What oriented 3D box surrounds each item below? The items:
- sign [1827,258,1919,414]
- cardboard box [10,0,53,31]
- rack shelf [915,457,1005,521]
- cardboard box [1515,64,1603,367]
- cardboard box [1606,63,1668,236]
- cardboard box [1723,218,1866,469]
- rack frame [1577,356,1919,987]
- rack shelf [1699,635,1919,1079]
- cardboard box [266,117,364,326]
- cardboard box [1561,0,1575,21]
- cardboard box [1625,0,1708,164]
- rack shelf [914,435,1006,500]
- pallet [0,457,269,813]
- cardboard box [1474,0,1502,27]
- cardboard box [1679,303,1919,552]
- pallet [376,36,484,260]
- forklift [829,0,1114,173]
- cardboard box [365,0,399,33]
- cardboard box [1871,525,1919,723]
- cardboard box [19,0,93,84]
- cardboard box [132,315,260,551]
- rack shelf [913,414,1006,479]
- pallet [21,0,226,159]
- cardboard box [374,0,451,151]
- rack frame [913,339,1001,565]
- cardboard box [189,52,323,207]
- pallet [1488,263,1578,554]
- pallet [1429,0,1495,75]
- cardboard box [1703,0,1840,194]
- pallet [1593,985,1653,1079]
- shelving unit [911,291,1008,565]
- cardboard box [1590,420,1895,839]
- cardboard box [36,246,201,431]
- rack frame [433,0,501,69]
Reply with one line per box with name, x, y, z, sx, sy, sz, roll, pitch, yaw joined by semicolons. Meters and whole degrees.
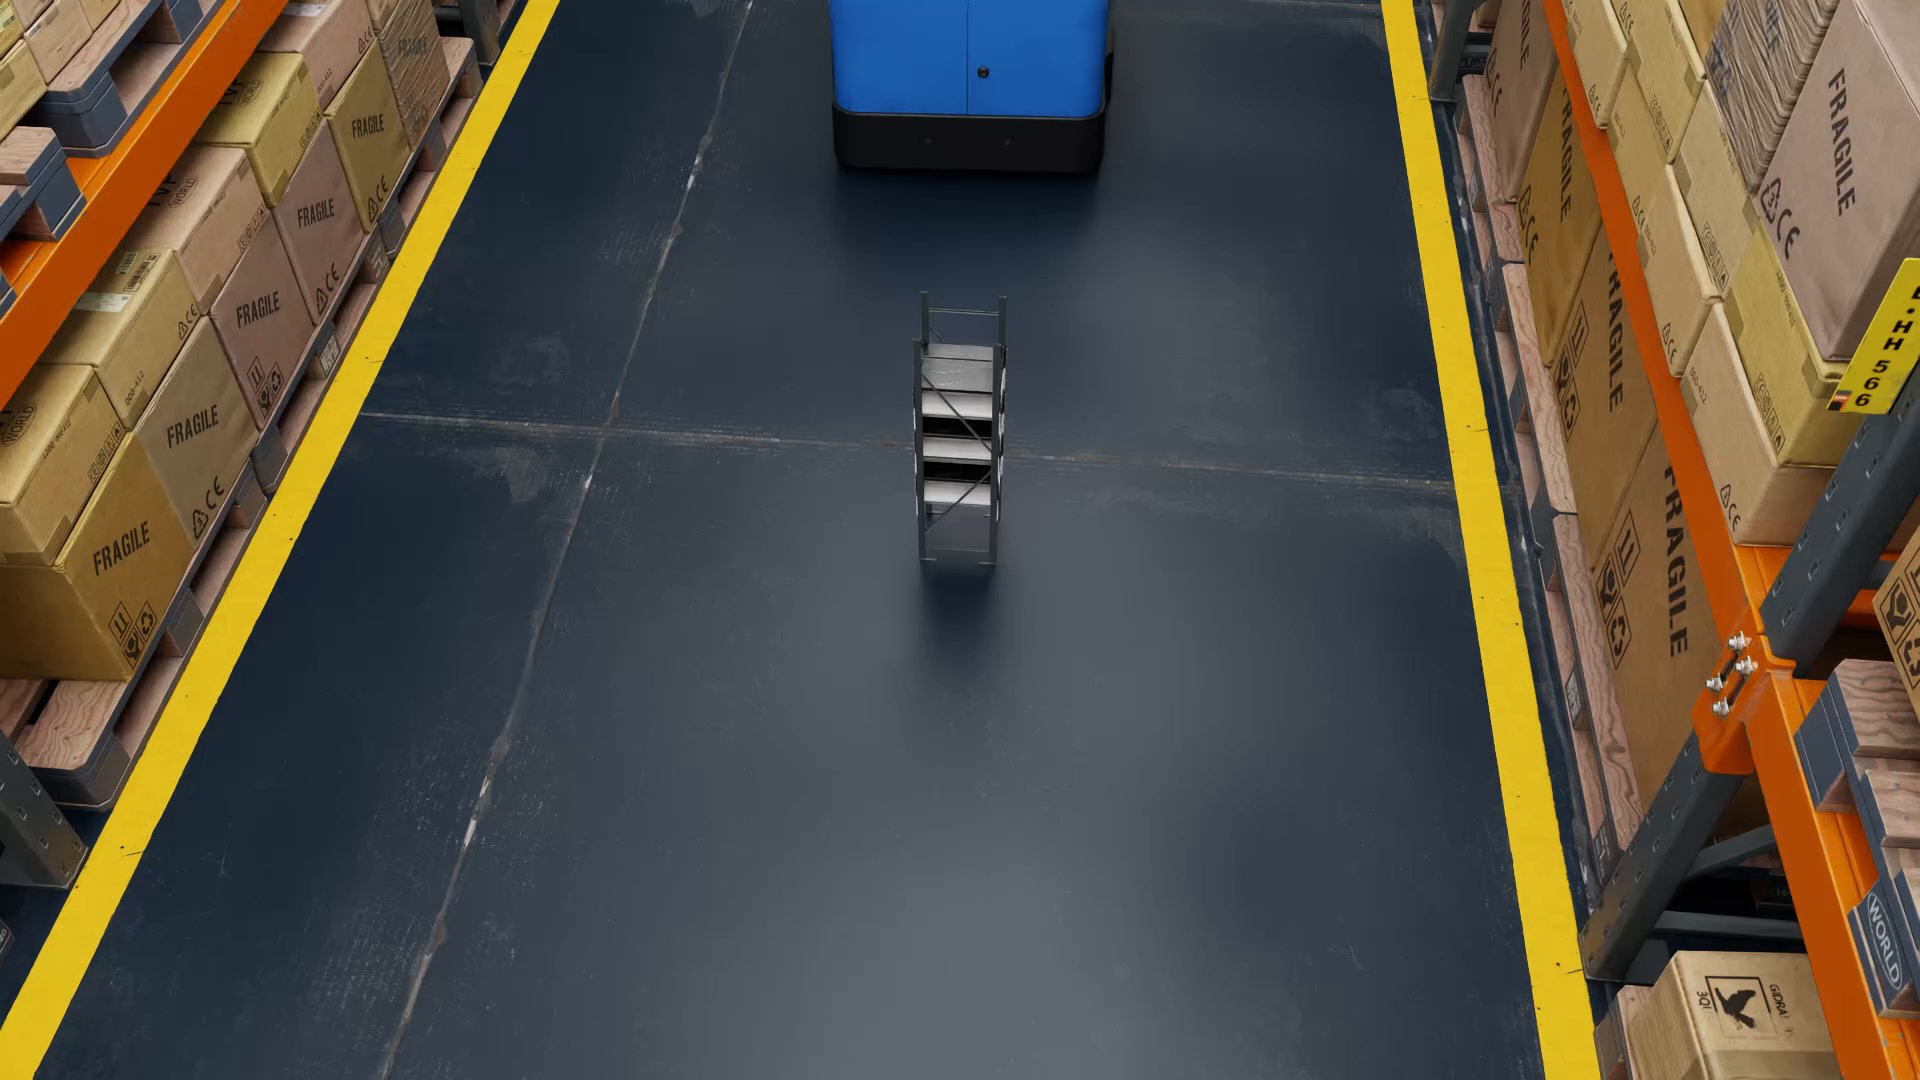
sign;1.538;-0.330;2.734;0.100;0.325;0.005;4;48;4
cardboard box;-2.514;-1.426;4.205;0.380;0.149;0.250;4;48;4
rack shelf;0.001;-0.166;5.081;0.258;0.077;0.200;4;48;4
cardboard box;2.404;-1.143;5.418;0.875;0.875;0.875;5;48;5
cardboard box;1.971;-0.988;4.222;0.500;0.250;0.500;3;48;3
cardboard box;1.882;-0.395;3.341;0.500;0.250;0.500;4;48;3
rack frame;2.091;0.096;3.129;1.000;3.000;0.127;4;48;4
rack shelf;1.909;1.808;2.051;1.077;0.370;4.000;4;48;4
cardboard box;-2.398;-1.086;5.620;0.500;0.500;0.500;3;48;3
cardboard box;2.044;-1.731;4.902;0.500;0.250;0.500;4;48;3
cardboard box;1.951;-1.150;4.032;0.500;0.250;0.500;3;48;3
rack shelf;0.001;-0.226;5.014;0.258;0.077;0.200;4;48;4
pallet;-2.775;0.204;4.920;1.003;0.211;1.213;4;48;4
cardboard box;2.620;-2.575;7.024;0.875;0.438;0.875;3;48;3
cardboard box;1.878;-0.242;3.541;0.500;0.250;0.500;2;48;2
pallet;-2.553;-1.589;6.560;1.003;0.211;1.213;4;48;4
forklift;0.090;-3.496;6.461;1.130;2.935;3.031;2;48;2
cardboard box;-2.299;-2.089;6.029;0.500;0.250;0.500;3;48;2
cardboard box;1.819;0.135;2.540;0.500;0.500;0.500;3;48;2
cardboard box;-2.512;-1.324;4.314;0.380;0.149;0.250;5;48;5
cardboard box;-2.487;-0.333;4.931;0.500;0.500;0.500;4;48;4
rack shelf;0.001;-0.287;4.948;0.258;0.077;0.200;4;48;4
pallet;-2.708;-1.555;4.770;1.003;0.211;1.213;4;48;4
cardboard box;-2.300;-1.839;6.309;0.500;0.500;0.500;3;48;3
rack frame;-0.009;-0.235;4.855;0.240;0.900;0.006;4;48;4
cardboard box;-2.393;-1.323;5.328;0.500;0.250;0.500;2;48;2
pallet;2.352;-0.431;5.501;1.003;0.211;1.213;4;48;4
pallet;2.603;-2.456;7.353;1.003;0.211;1.213;4;48;4
cardboard box;1.916;-1.050;3.432;0.500;0.500;0.500;5;48;4
pallet;2.018;1.611;3.633;1.003;0.211;1.213;4;48;4
shelving unit;0.001;-0.310;4.923;0.258;0.900;0.210;4;48;4
cardboard box;2.237;0.169;4.218;0.875;0.875;0.875;3;48;3
cardboard box;-2.498;-0.577;4.646;0.500;0.250;0.500;3;48;3
rack frame;-2.483;-3.102;6.054;1.000;3.000;0.127;4;48;4
